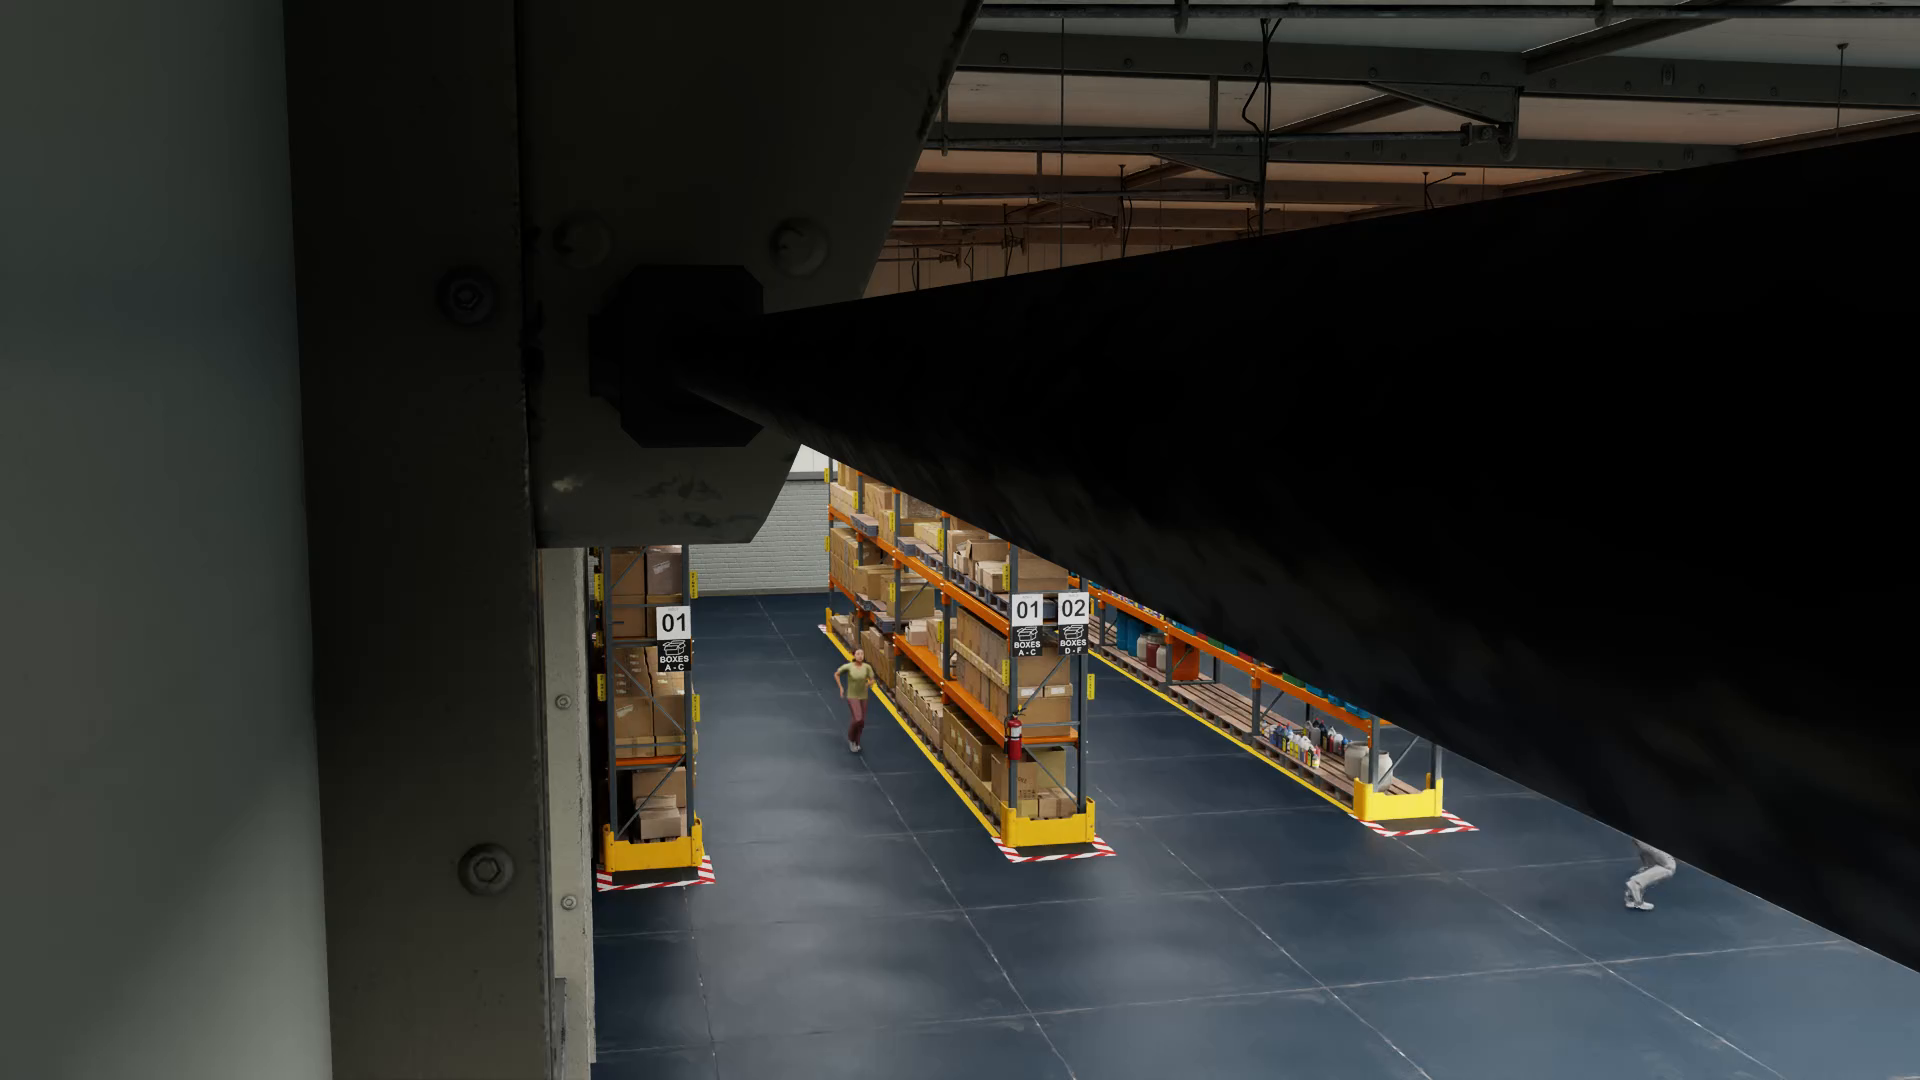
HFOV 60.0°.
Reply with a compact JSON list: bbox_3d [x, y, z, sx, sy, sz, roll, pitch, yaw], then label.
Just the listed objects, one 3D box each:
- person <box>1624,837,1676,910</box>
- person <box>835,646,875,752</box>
[{"bbox_3d":[7.719,3.279,18.530,0.566,1.732,0.650,1,7,9],"label":"person"},{"bbox_3d":[-1.573,2.456,25.654,0.565,1.639,0.599,-3,8,-26],"label":"person"}]
